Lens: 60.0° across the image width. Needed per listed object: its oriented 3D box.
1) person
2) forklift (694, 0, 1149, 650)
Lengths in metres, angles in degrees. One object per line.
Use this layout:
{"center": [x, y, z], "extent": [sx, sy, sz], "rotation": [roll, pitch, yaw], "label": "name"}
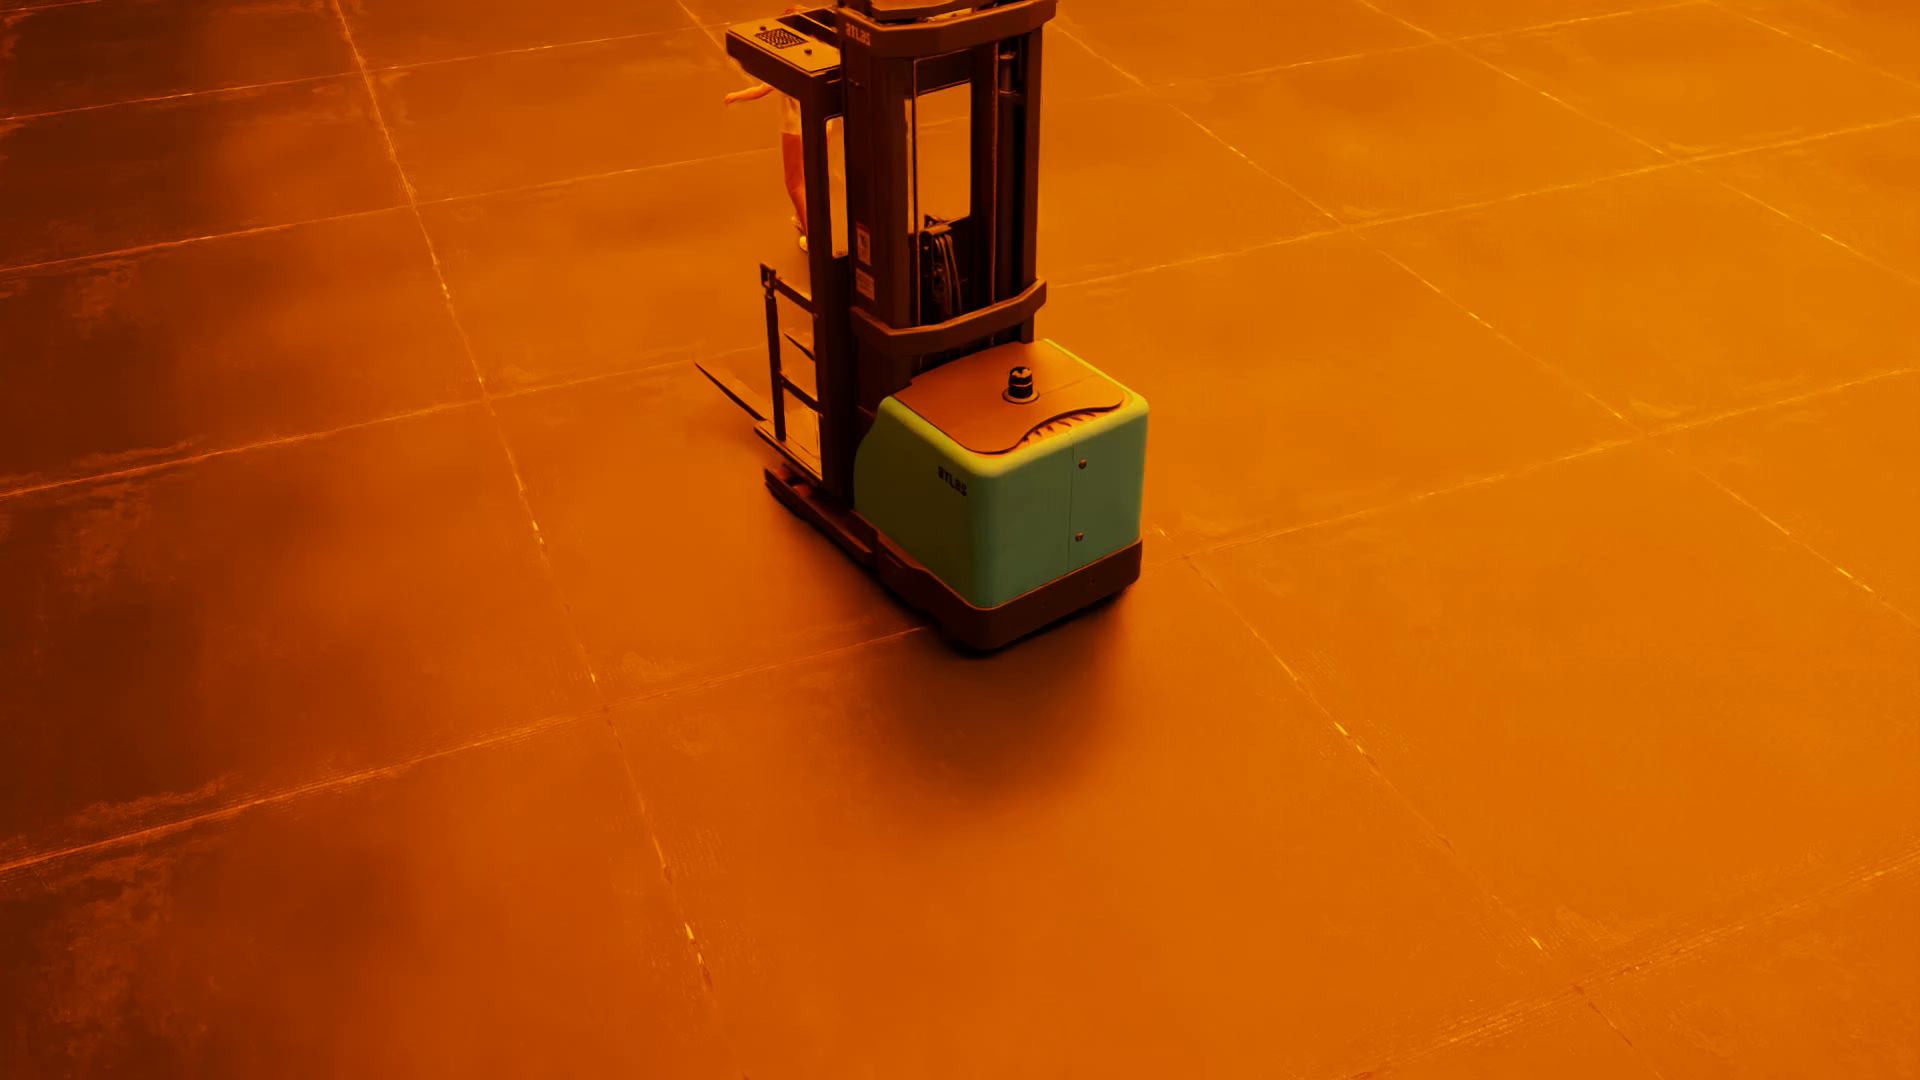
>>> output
{"center": [-1.047, -2.767, 11.120], "extent": [0.898, 1.670, 0.706], "rotation": [-25, 42, -31], "label": "person"}
{"center": [-0.388, -1.481, 8.181], "extent": [1.130, 2.935, 3.031], "rotation": [-23, 42, -29], "label": "forklift"}
